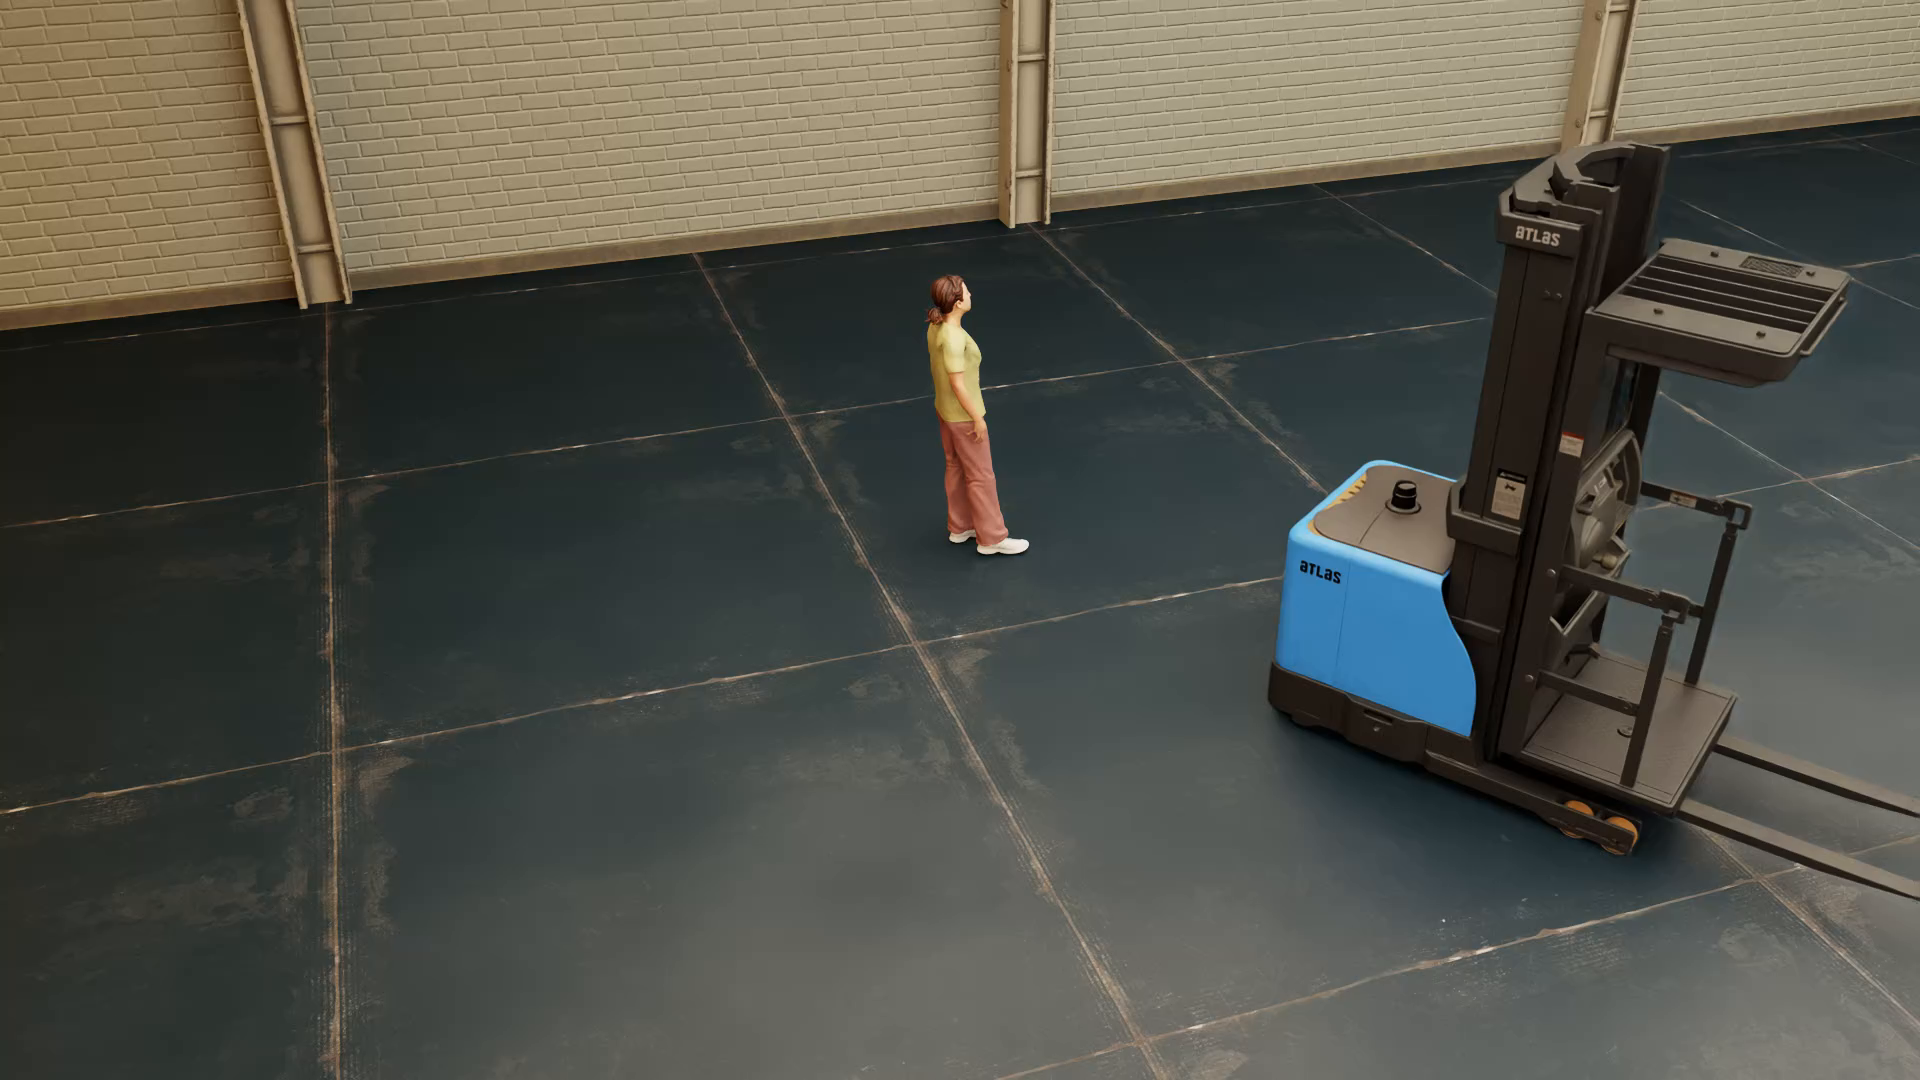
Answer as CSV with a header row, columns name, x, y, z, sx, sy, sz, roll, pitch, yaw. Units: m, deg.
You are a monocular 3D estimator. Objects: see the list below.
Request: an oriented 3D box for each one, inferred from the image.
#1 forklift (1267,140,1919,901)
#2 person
name,x,y,z,sx,sy,sz,roll,pitch,yaw
forklift,3.054,-0.146,7.340,3.031,2.935,1.130,20,36,31
person,0.073,-0.739,9.616,0.549,1.675,0.555,-10,31,-16
